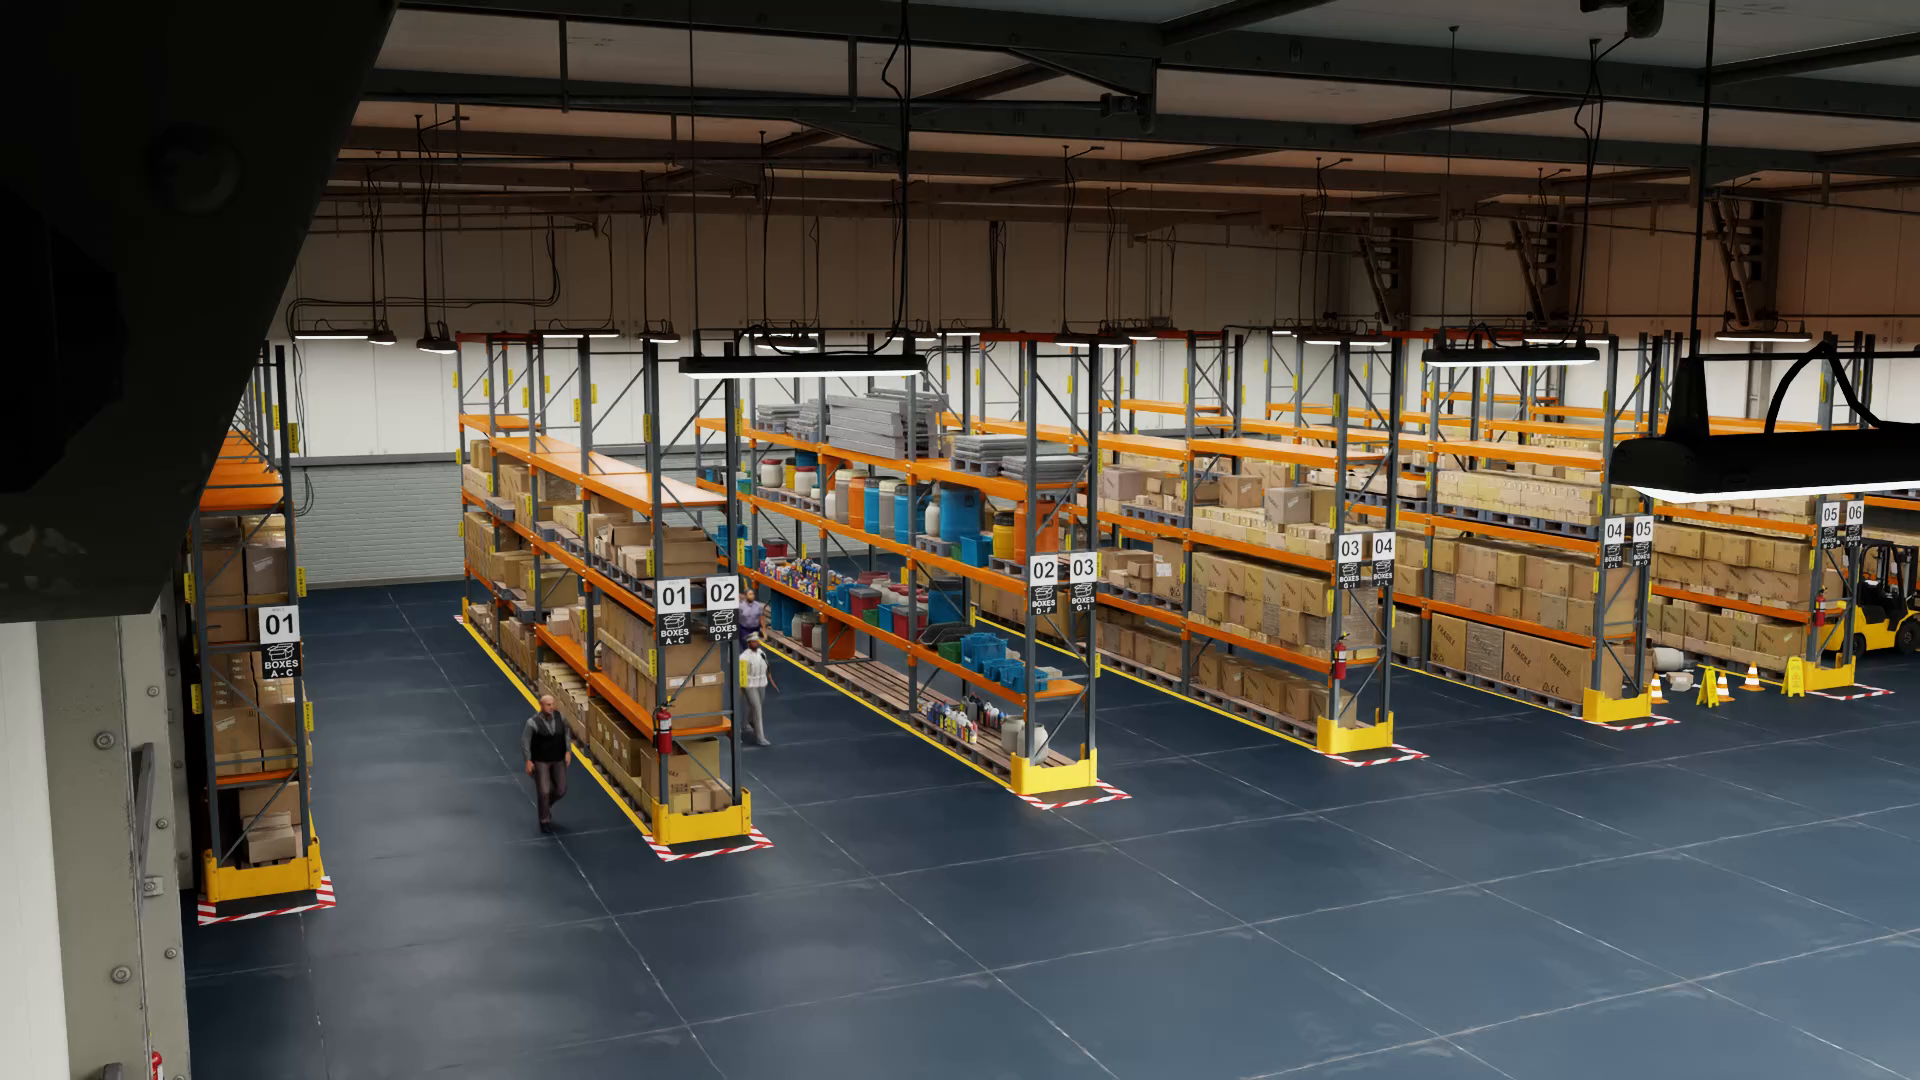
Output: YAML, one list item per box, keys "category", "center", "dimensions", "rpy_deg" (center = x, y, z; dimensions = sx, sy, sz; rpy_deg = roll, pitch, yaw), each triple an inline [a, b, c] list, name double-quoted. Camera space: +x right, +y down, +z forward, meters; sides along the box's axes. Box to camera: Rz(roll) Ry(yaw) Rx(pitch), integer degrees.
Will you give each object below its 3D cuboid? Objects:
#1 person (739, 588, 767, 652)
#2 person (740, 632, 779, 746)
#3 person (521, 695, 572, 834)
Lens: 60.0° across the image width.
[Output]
- category: "person"
  center: [-3.652, 1.623, 29.103]
  dimensions: [0.490, 1.566, 1.069]
  rpy_deg: [-5, 9, -35]
- category: "person"
  center: [-3.052, 2.161, 24.792]
  dimensions: [0.526, 1.642, 0.997]
  rpy_deg: [-6, 10, -39]
- category: "person"
  center: [-5.137, 2.730, 20.613]
  dimensions: [0.632, 1.706, 0.598]
  rpy_deg: [-6, 9, -36]
